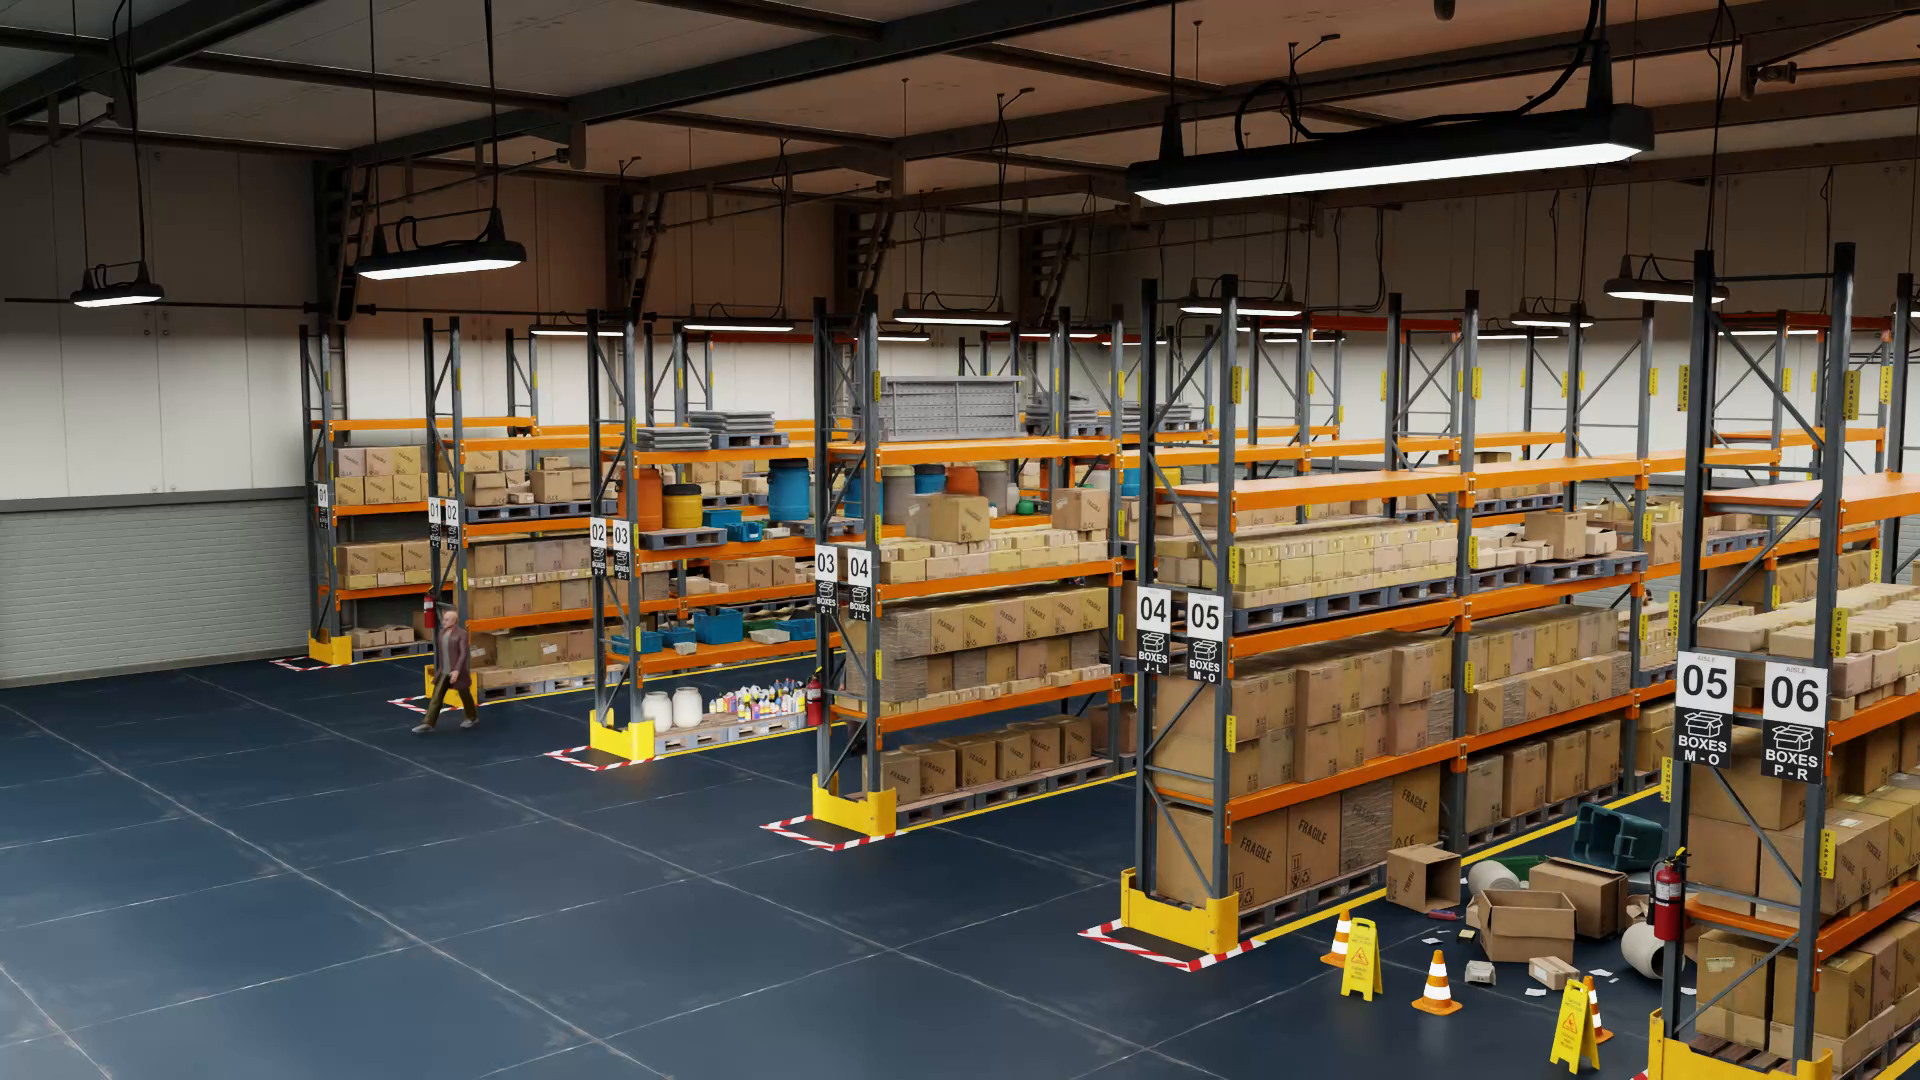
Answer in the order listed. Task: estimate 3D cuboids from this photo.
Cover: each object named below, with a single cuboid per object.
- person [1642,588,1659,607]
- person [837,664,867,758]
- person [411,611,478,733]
[{"bbox_3d":[11.565,1.572,27.847,0.684,1.579,0.607,-4,7,-34],"label":"person"},{"bbox_3d":[-1.364,2.075,22.494,0.608,1.742,0.657,6,8,44],"label":"person"},{"bbox_3d":[-7.309,1.872,23.763,0.600,1.712,1.105,2,6,17],"label":"person"}]
